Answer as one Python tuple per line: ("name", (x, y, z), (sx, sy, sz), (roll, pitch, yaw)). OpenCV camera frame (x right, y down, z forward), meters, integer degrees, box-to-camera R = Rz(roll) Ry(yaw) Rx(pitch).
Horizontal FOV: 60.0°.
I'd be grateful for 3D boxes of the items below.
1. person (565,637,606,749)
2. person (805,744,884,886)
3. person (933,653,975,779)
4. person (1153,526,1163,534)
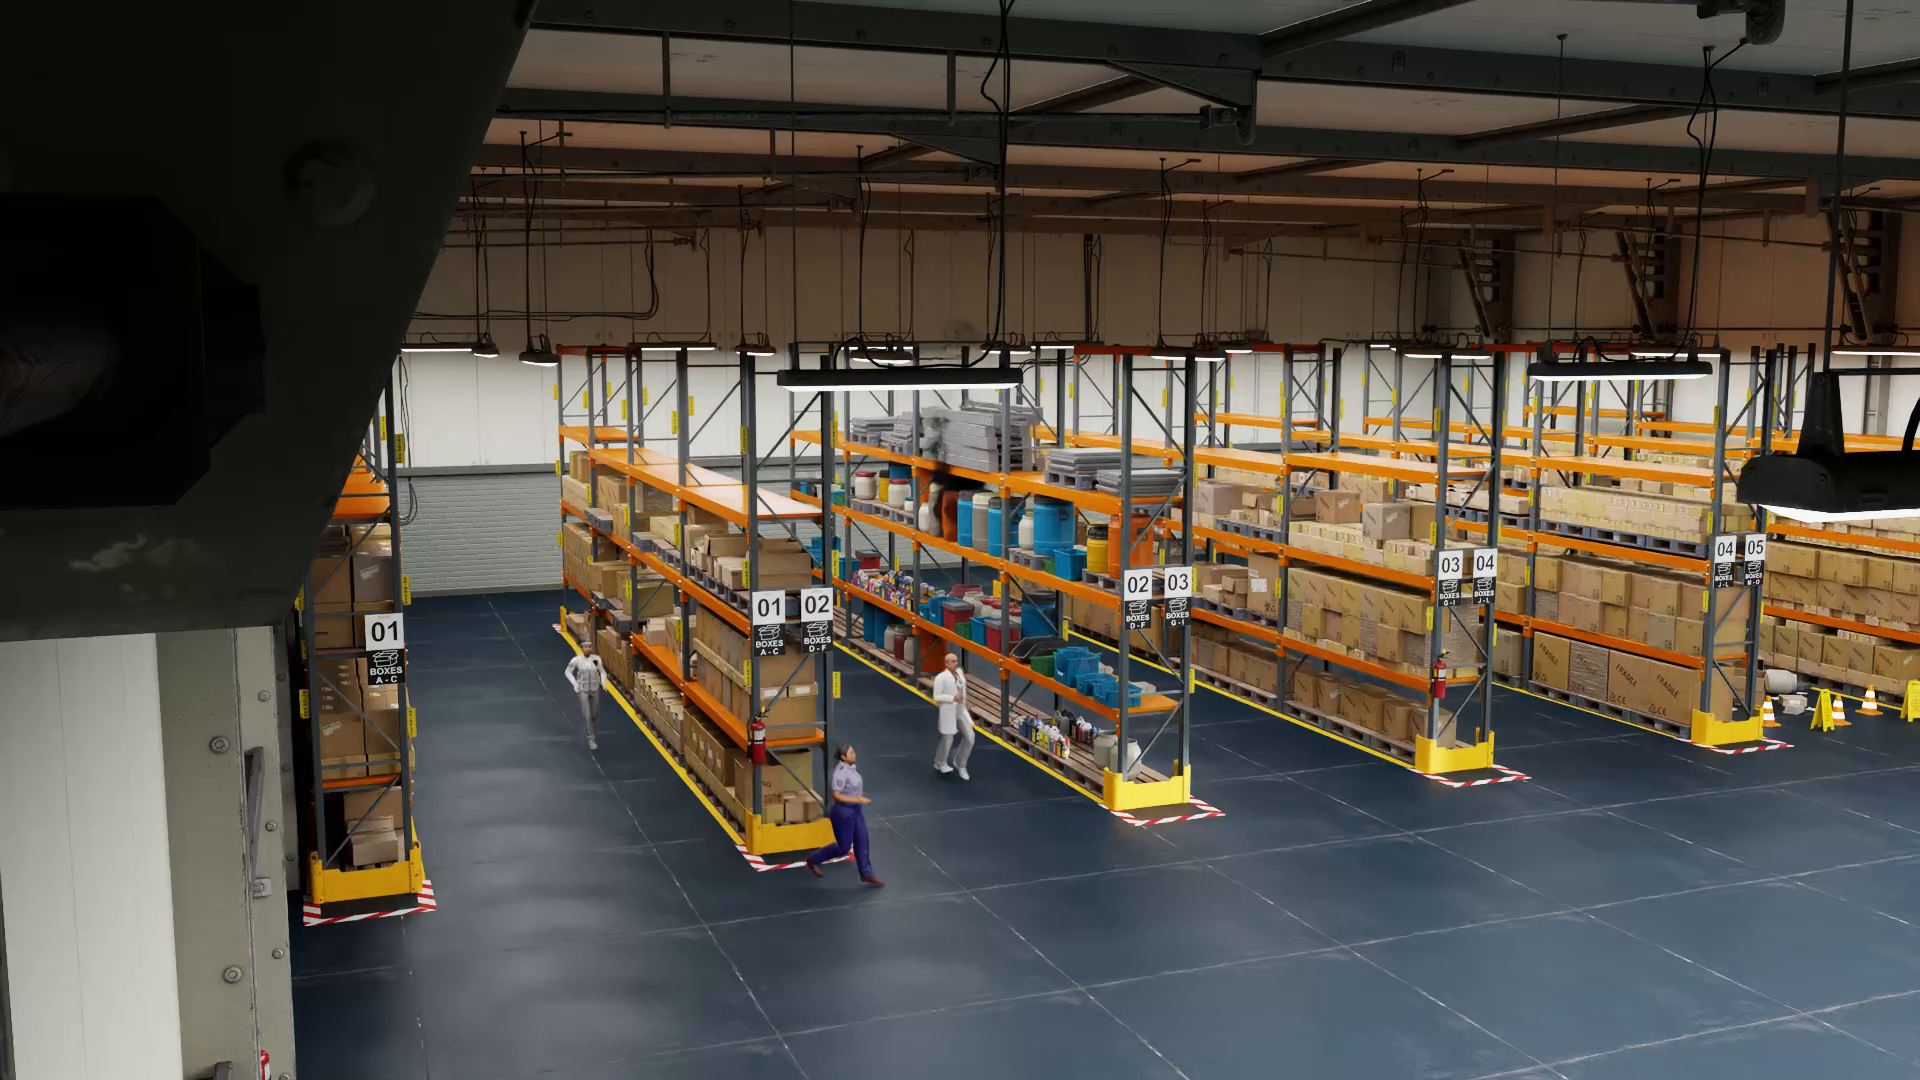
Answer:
("person", (-5.693, 2.302, 25.375), (0.618, 1.684, 0.762), (-3, 8, -25))
("person", (-1.308, 3.127, 18.920), (0.908, 1.653, 0.614), (1, 7, 11))
("person", (-0.094, 2.494, 23.440), (0.682, 1.824, 0.812), (-5, 9, -36))
("person", (4.846, 0.276, 40.987), (0.711, 1.710, 0.549), (7, 10, 44))
